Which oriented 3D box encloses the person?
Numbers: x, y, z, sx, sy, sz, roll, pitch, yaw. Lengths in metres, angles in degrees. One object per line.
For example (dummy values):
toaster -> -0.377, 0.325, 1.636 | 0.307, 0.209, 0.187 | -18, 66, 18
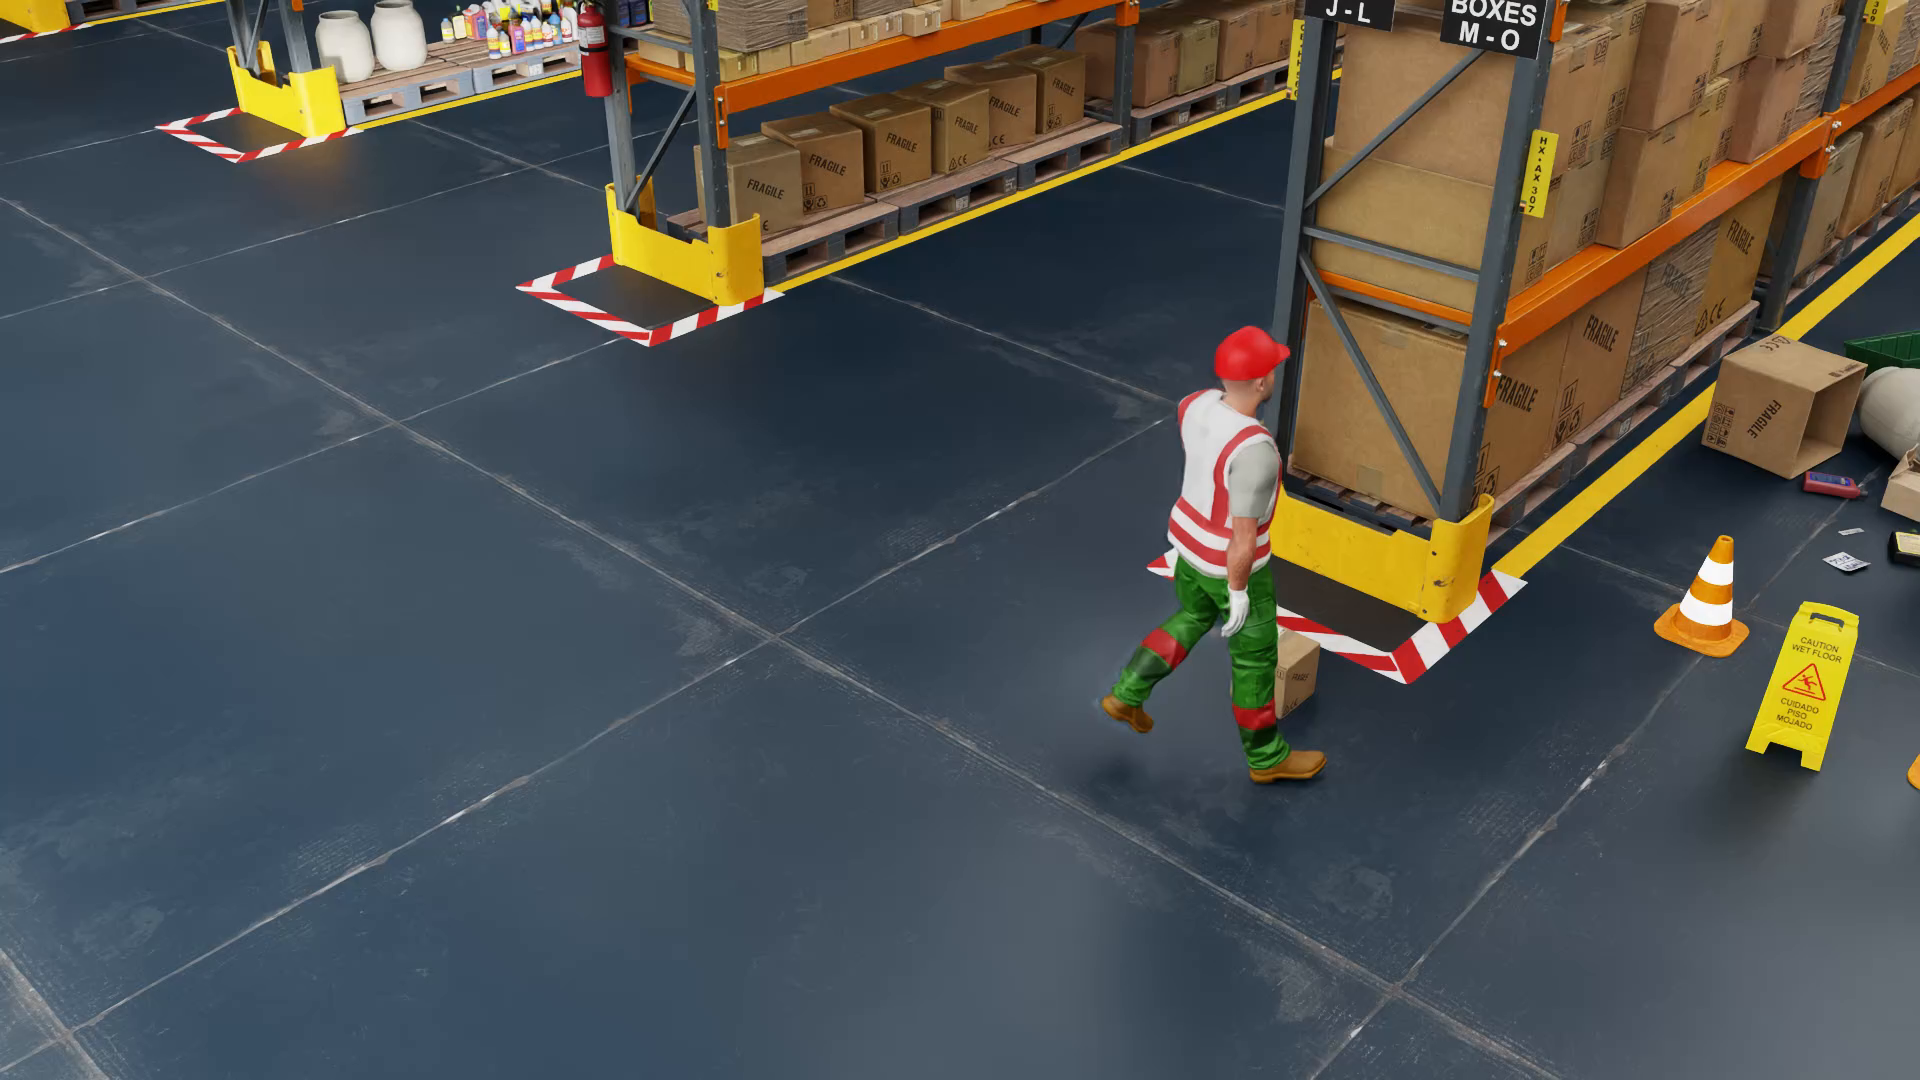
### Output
person -> 0.941, 0.079, 5.963 | 0.750, 1.780, 0.617 | -14, 34, -22
